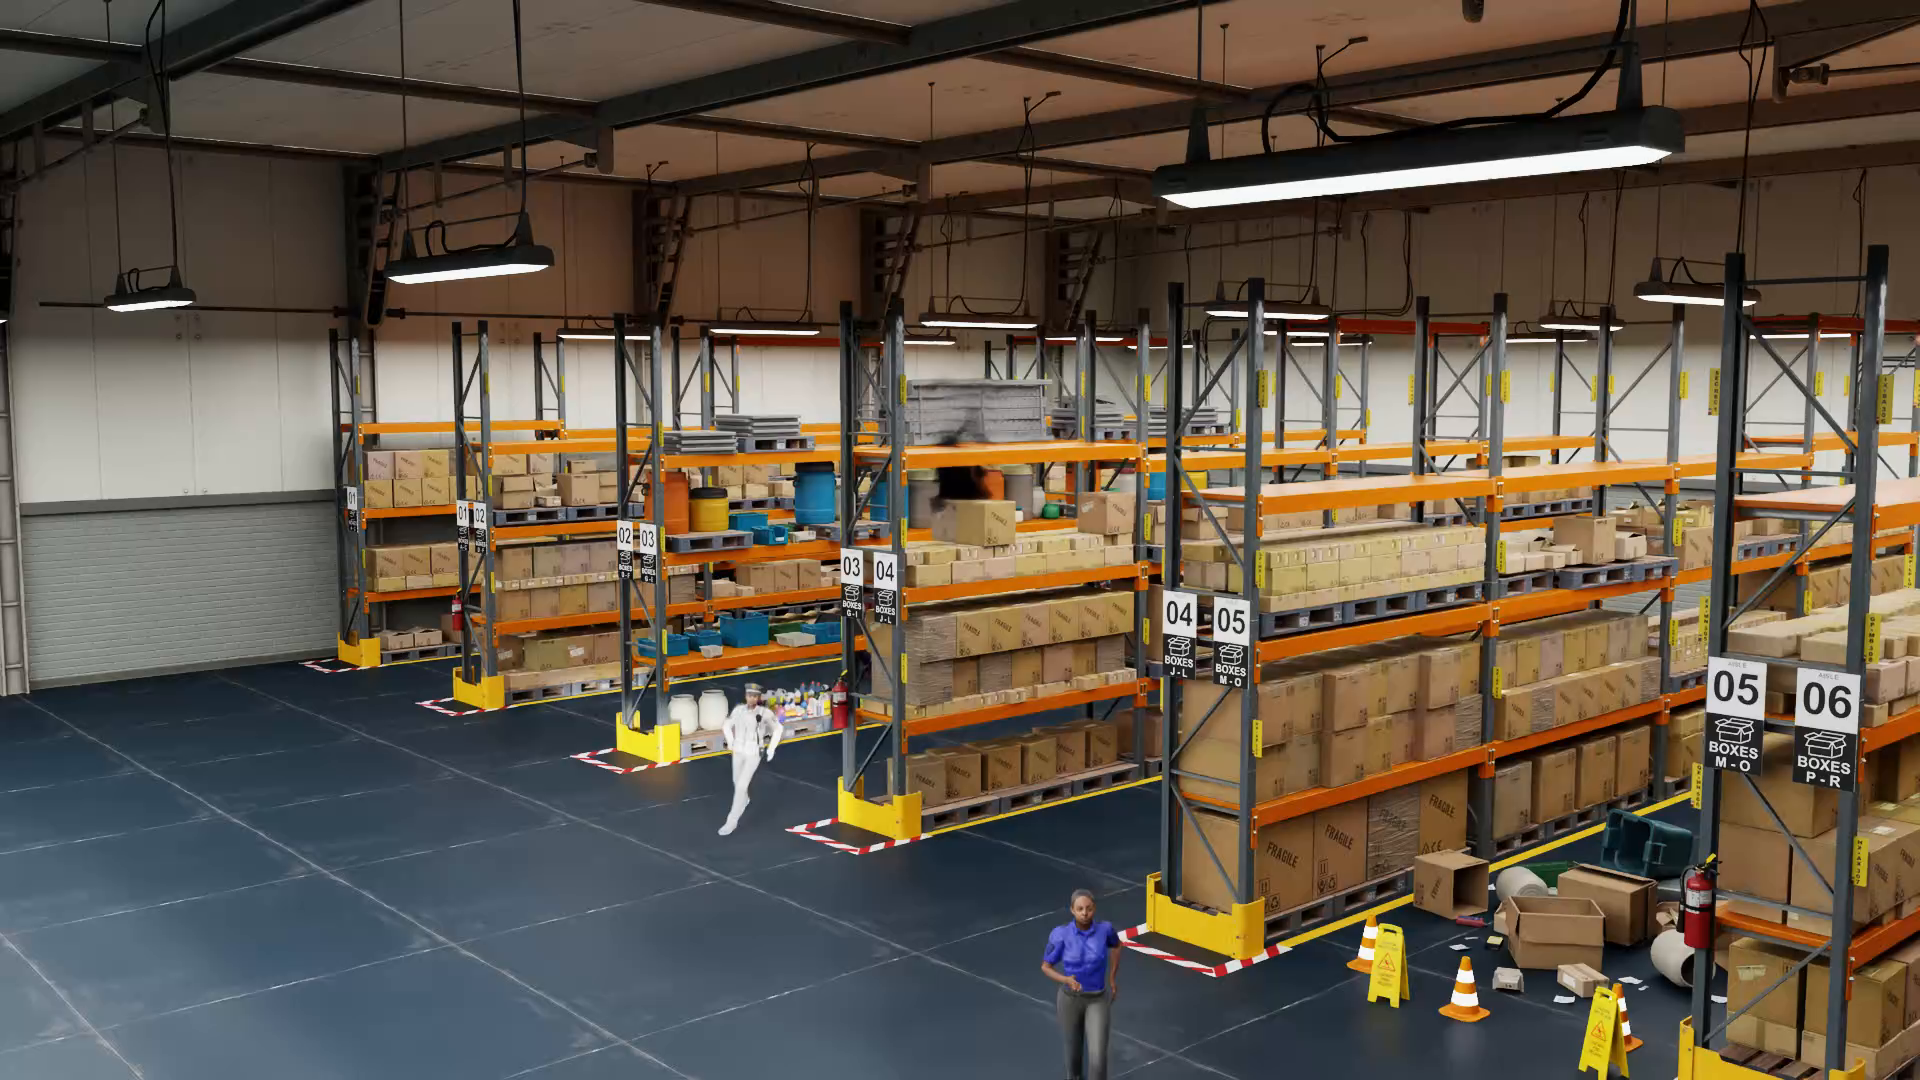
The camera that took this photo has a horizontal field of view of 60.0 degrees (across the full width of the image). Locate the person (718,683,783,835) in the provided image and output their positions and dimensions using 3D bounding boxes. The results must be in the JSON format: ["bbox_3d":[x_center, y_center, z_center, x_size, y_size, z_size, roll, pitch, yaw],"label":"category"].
[{"bbox_3d":[-2.421,2.452,18.968,0.676,1.674,0.878,2,6,18],"label":"person"}]

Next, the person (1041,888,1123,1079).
[{"bbox_3d":[0.838,3.227,11.419,0.563,1.700,0.766,0,6,4],"label":"person"}]

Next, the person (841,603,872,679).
[{"bbox_3d":[-1.758,1.590,28.029,0.603,1.658,0.777,4,7,37],"label":"person"}]
